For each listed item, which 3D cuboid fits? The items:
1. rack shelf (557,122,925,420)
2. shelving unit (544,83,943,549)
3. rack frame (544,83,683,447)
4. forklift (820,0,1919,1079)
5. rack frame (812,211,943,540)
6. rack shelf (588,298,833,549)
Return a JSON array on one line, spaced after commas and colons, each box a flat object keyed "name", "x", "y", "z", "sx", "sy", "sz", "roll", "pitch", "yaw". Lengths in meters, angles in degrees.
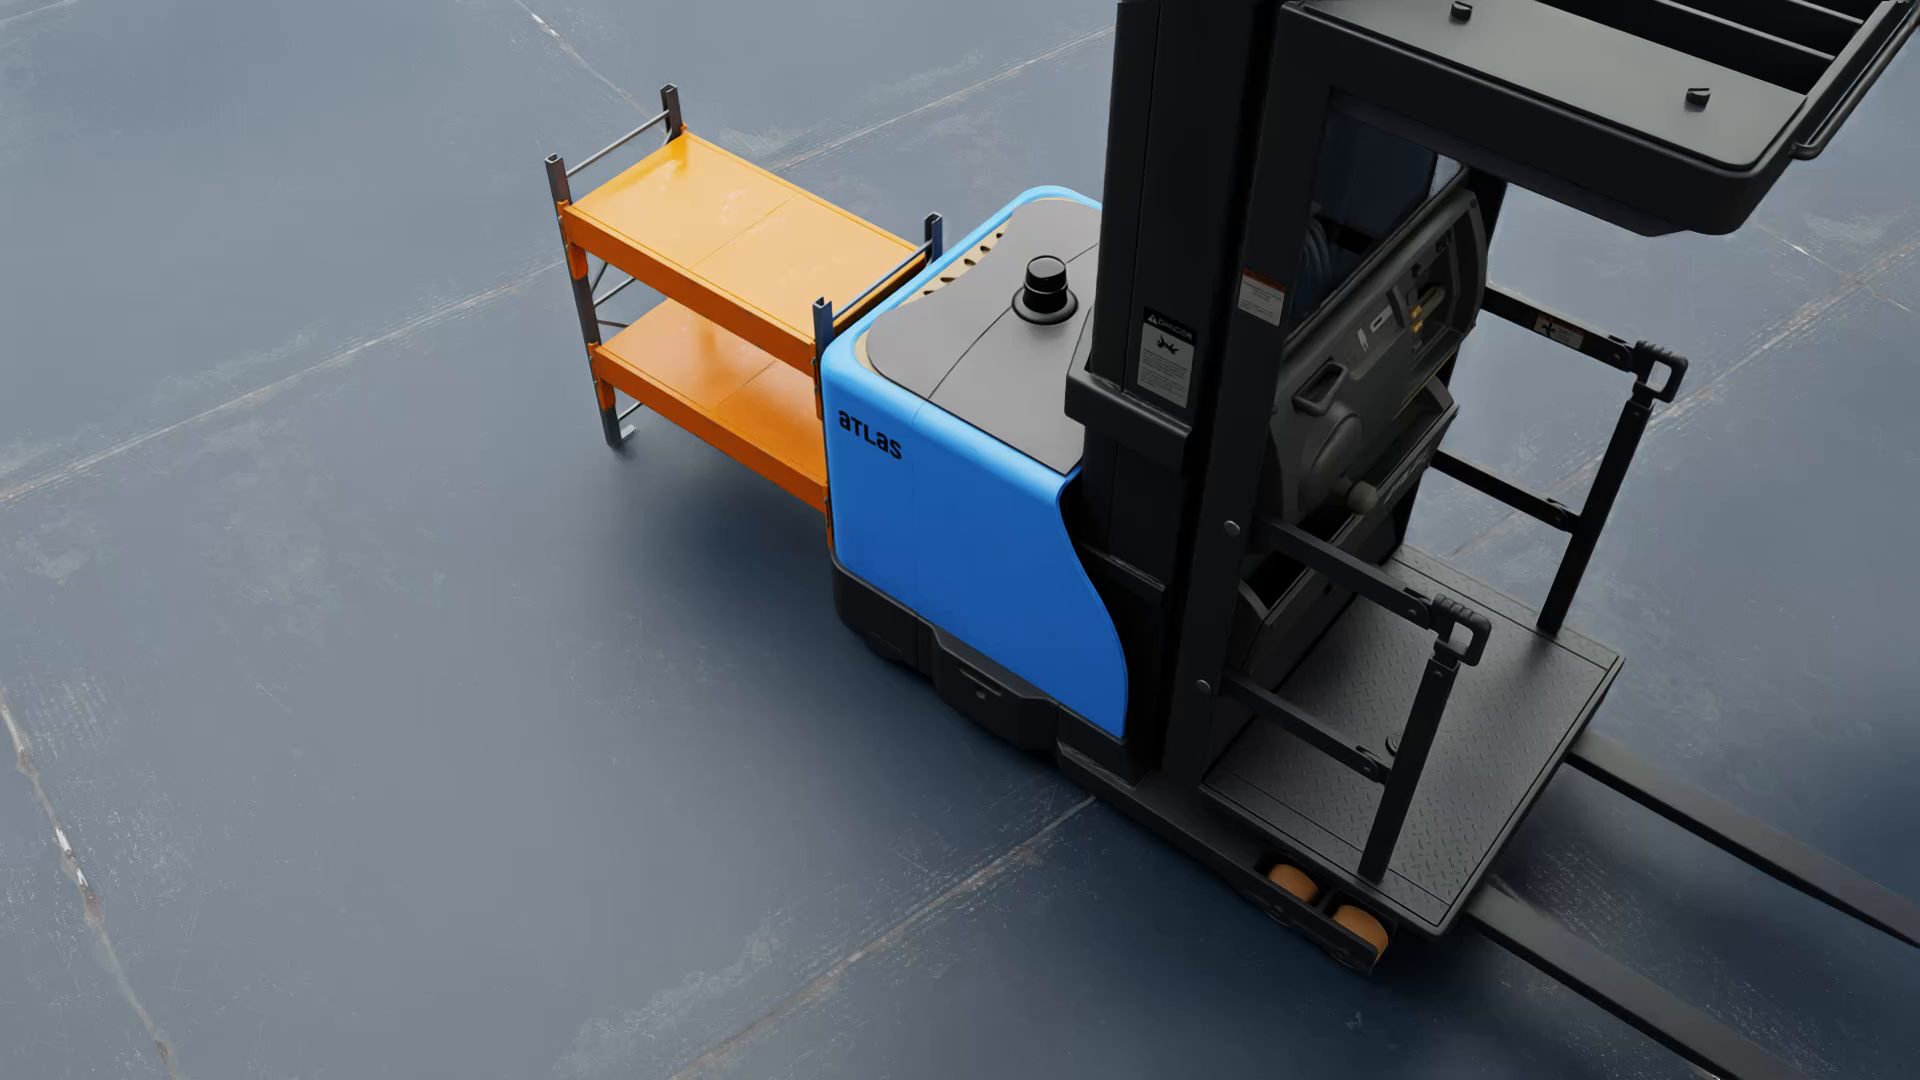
[{"name": "rack shelf", "x": -0.613, "y": -0.800, "z": 4.821, "sx": 1.000, "sy": 0.278, "sz": 0.538, "roll": 30, "pitch": 55, "yaw": 25}, {"name": "shelving unit", "x": -0.613, "y": -0.603, "z": 5.038, "sx": 1.048, "sy": 1.125, "sz": 0.538, "roll": 30, "pitch": 55, "yaw": 25}, {"name": "rack frame", "x": -1.011, "y": -0.838, "z": 5.250, "sx": 0.032, "sy": 1.125, "sz": 0.500, "roll": 30, "pitch": 55, "yaw": 25}, {"name": "forklift", "x": 1.094, "y": -0.340, "z": 3.580, "sx": 3.031, "sy": 2.935, "sz": 1.130, "roll": 30, "pitch": 55, "yaw": 25}, {"name": "rack frame", "x": -0.215, "y": -0.369, "z": 4.825, "sx": 0.032, "sy": 1.125, "sz": 0.500, "roll": 30, "pitch": 55, "yaw": 25}, {"name": "rack shelf", "x": -0.613, "y": -0.439, "z": 5.219, "sx": 1.000, "sy": 0.278, "sz": 0.538, "roll": 30, "pitch": 55, "yaw": 25}]
